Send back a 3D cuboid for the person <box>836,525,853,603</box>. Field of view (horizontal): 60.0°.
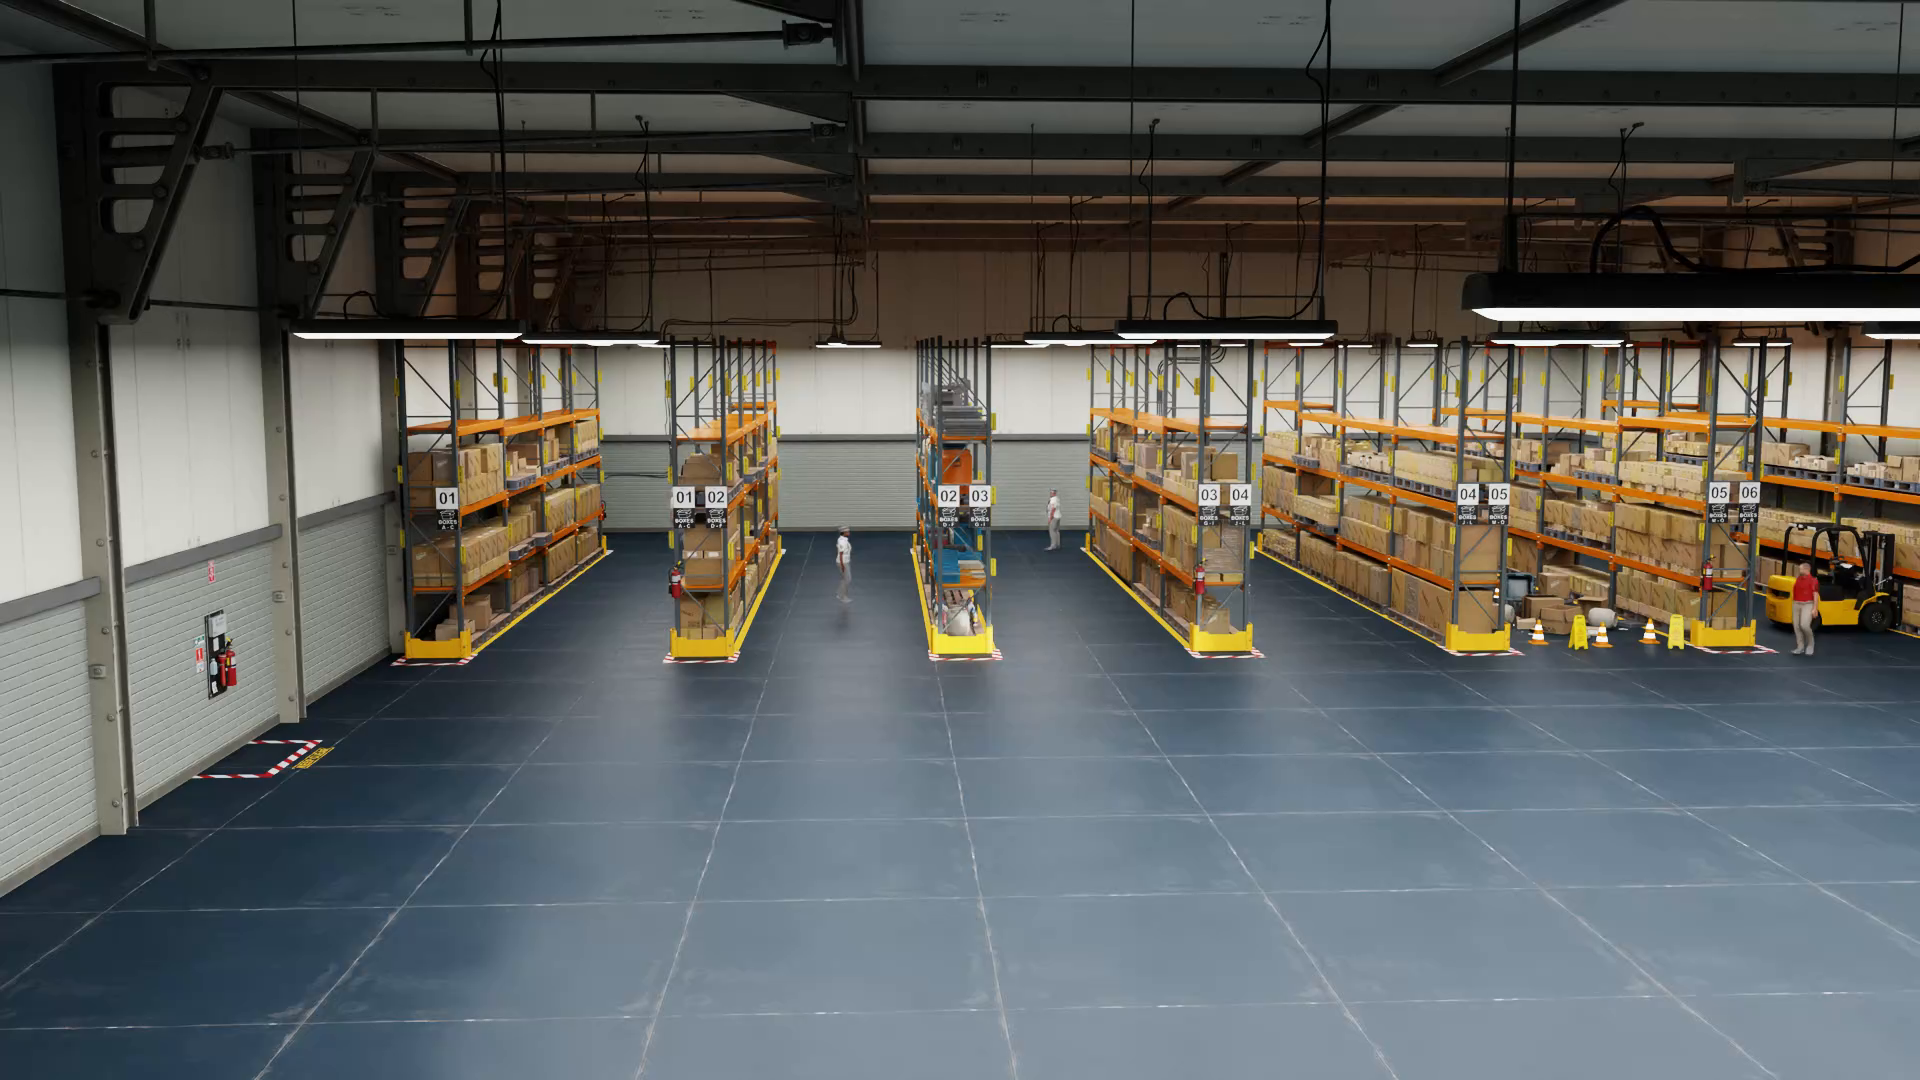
[{"bbox_3d":[-2.530,0.545,36.198,0.423,1.737,0.541,1,7,8],"label":"person"}]

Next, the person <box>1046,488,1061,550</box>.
[{"bbox_3d":[2.719,-0.610,48.033,0.407,1.753,0.550,2,7,18],"label":"person"}]

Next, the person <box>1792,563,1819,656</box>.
[{"bbox_3d":[15.895,1.309,31.334,0.452,1.755,0.563,-4,8,-30],"label":"person"}]
